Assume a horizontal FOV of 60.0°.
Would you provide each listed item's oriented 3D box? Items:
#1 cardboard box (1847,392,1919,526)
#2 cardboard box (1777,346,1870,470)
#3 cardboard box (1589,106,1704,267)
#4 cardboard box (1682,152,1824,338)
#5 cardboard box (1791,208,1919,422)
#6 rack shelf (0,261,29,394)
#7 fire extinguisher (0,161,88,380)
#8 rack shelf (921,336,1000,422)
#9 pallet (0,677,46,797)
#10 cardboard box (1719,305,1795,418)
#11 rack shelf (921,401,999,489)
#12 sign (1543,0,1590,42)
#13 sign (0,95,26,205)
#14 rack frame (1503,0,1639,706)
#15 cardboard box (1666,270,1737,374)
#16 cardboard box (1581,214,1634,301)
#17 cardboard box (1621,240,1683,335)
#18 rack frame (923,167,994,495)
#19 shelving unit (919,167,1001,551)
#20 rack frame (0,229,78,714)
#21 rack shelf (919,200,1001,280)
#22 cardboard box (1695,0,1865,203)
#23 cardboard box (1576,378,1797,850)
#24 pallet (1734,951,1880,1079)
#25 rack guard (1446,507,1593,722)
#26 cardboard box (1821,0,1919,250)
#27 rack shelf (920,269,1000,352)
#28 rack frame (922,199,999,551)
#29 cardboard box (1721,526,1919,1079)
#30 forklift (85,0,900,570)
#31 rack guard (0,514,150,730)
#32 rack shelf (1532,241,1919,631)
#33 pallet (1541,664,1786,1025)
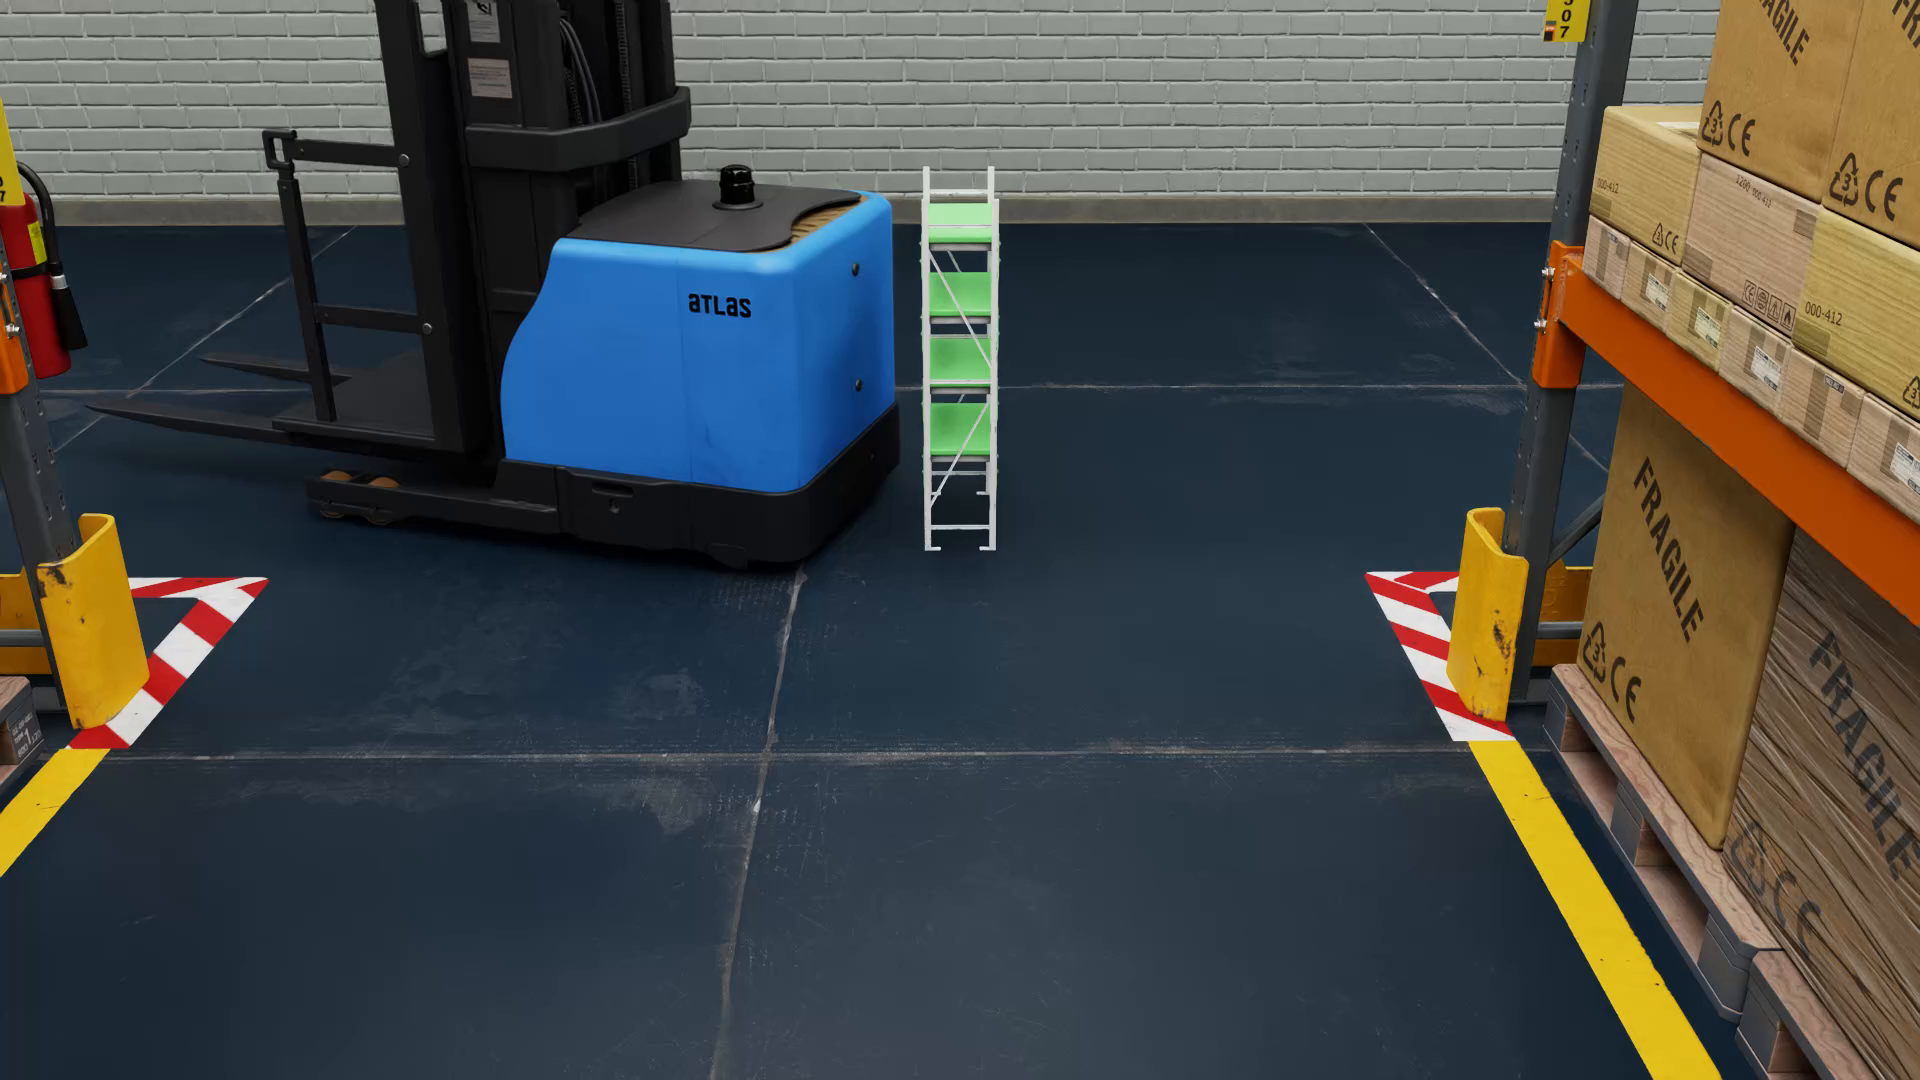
[{"bbox_3d":[1.706,-0.132,2.708,0.380,0.149,0.250,-1,24,-1],"label":"cardboard box"},{"bbox_3d":[1.703,-0.239,2.943,0.380,0.149,0.250,-1,24,-2],"label":"cardboard box"},{"bbox_3d":[1.751,-0.793,3.684,0.500,0.250,0.500,-1,24,-2],"label":"cardboard box"},{"bbox_3d":[1.763,-0.578,3.210,0.500,0.250,0.500,-1,24,-1],"label":"cardboard box"},{"bbox_3d":[1.765,-0.371,2.752,0.500,0.250,0.500,-1,24,-2],"label":"cardboard box"},{"bbox_3d":[-2.915,0.250,2.431,1.077,0.370,4.000,0,24,-1],"label":"rack shelf"},{"bbox_3d":[-2.484,-0.761,4.340,0.296,0.674,0.183,0,24,-1],"label":"fire extinguisher"},{"bbox_3d":[-0.002,-0.557,5.680,0.258,0.148,0.480,0,24,-1],"label":"rack shelf"},{"bbox_3d":[-2.967,0.708,3.928,1.003,0.211,1.213,0,24,-1],"label":"pallet"},{"bbox_3d":[1.701,-0.344,3.174,0.380,0.149,0.250,-1,24,-1],"label":"cardboard box"},{"bbox_3d":[-0.002,-0.338,5.779,0.258,0.148,0.480,0,24,-1],"label":"rack shelf"},{"bbox_3d":[1.461,-1.355,3.959,0.100,0.325,0.005,0,24,-1],"label":"sign"},{"bbox_3d":[-2.387,-0.986,4.091,0.100,0.325,0.005,0,24,-1],"label":"sign"},{"bbox_3d":[2.016,-0.924,4.154,1.000,3.000,0.127,0,24,-1],"label":"rack frame"},{"bbox_3d":[1.697,-0.451,3.412,0.380,0.149,0.250,-1,24,-2],"label":"cardboard box"},{"bbox_3d":[1.690,-0.662,3.879,0.380,0.149,0.250,0,24,0],"label":"cardboard box"},{"bbox_3d":[1.694,-0.557,3.645,0.380,0.149,0.250,-1,24,-1],"label":"cardboard box"},{"bbox_3d":[-0.004,-0.715,5.876,0.240,1.200,0.015,0,24,-1],"label":"rack frame"},{"bbox_3d":[-0.002,-0.615,5.654,0.258,1.200,0.503,0,24,-1],"label":"shelving unit"},{"bbox_3d":[-2.937,-0.902,4.105,1.000,3.000,0.127,0,24,-1],"label":"rack frame"},{"bbox_3d":[-0.002,-0.994,5.482,0.258,0.148,0.480,0,24,-1],"label":"rack shelf"},{"bbox_3d":[1.756,-0.928,3.074,0.500,0.500,0.500,-1,24,-2],"label":"cardboard box"},{"bbox_3d":[2.103,0.116,3.923,0.875,0.875,0.875,0,24,-1],"label":"cardboard box"},{"bbox_3d":[2.113,1.177,2.892,1.003,0.211,1.213,0,24,-1],"label":"pallet"},{"bbox_3d":[2.015,0.205,4.691,1.175,0.500,0.348,0,24,-1],"label":"rack guard"},{"bbox_3d":[1.768,-0.715,2.602,0.500,0.500,0.500,-1,24,-2],"label":"cardboard box"},{"bbox_3d":[-0.002,-0.775,5.581,0.258,0.148,0.480,0,24,-1],"label":"rack shelf"},{"bbox_3d":[0.001,-0.514,5.431,0.240,1.200,0.015,0,24,-1],"label":"rack frame"},{"bbox_3d":[2.113,0.491,3.094,0.875,0.875,0.875,0,24,-1],"label":"cardboard box"},{"bbox_3d":[-1.799,-1.583,5.694,3.031,2.935,1.130,8,25,16],"label":"forklift"},{"bbox_3d":[-2.950,0.227,4.642,1.175,0.500,0.348,0,24,-1],"label":"rack guard"},{"bbox_3d":[2.038,0.227,2.480,1.077,0.370,4.000,0,24,-1],"label":"rack shelf"},{"bbox_3d":[2.103,0.675,4.001,1.003,0.211,1.213,0,24,-1],"label":"pallet"}]
